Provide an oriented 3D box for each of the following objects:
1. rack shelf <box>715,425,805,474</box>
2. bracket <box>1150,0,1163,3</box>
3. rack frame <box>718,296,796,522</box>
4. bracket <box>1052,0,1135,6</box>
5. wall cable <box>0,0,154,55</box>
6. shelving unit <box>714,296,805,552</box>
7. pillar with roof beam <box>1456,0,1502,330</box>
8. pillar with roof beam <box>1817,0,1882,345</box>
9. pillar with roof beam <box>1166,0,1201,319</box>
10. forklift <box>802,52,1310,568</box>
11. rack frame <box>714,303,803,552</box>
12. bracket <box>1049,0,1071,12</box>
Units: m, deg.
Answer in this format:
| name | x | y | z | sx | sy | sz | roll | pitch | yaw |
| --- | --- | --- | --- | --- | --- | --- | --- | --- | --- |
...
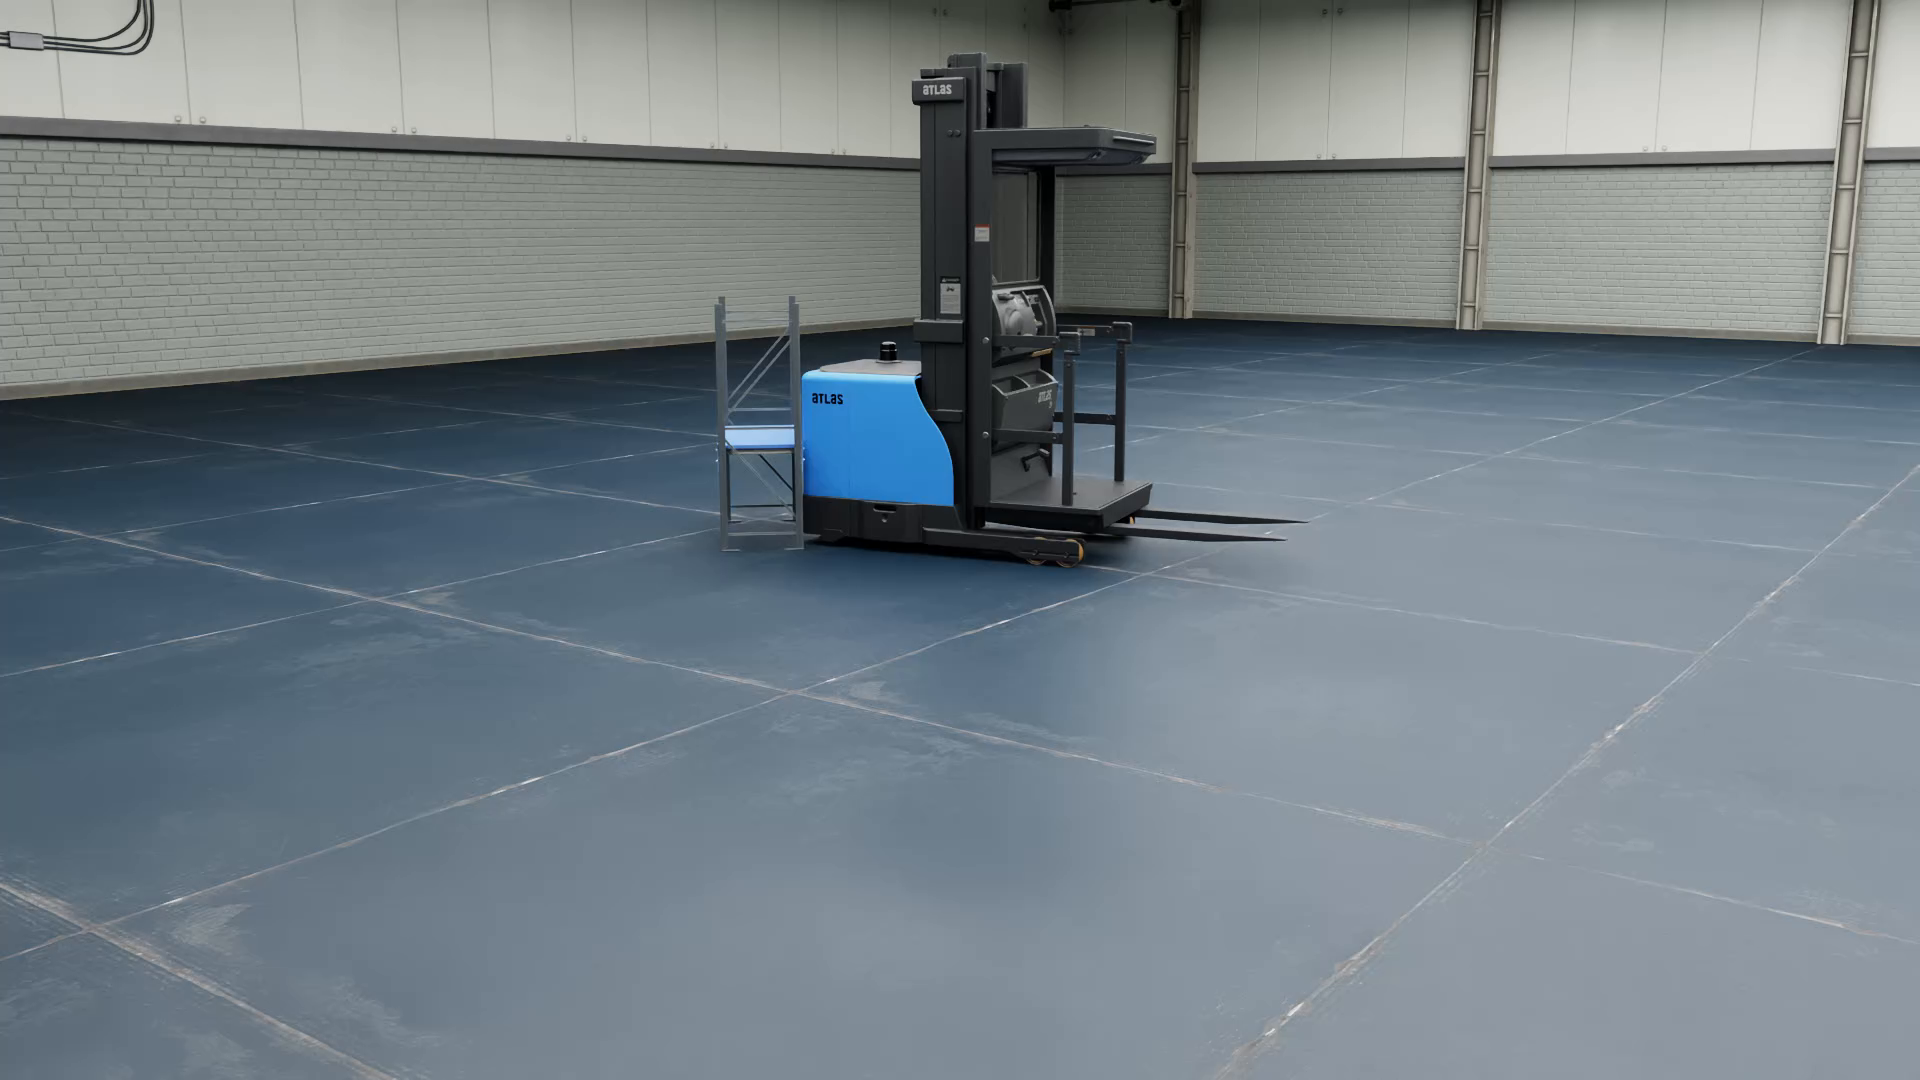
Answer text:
| name | x | y | z | sx | sy | sz | roll | pitch | yaw |
| --- | --- | --- | --- | --- | --- | --- | --- | --- | --- |
| rack shelf | -1.271 | -0.591 | 10.584 | 0.538 | 0.185 | 1.000 | -1 | 11 | -7 |
| bracket | 3.973 | -10.726 | 32.804 | 0.430 | 0.232 | 0.235 | 8 | 13 | 36 |
| rack frame | -1.332 | -0.864 | 11.045 | 0.500 | 1.500 | 0.032 | -1 | 11 | -7 |
| bracket | 2.539 | -10.926 | 33.838 | 3.189 | 0.066 | 0.076 | 8 | 13 | 36 |
| wall cable | -10.087 | -7.799 | 18.197 | 0.169 | 6.003 | 2.305 | 8 | 13 | 36 |
| shelving unit | -1.271 | -0.768 | 10.549 | 0.538 | 1.500 | 1.048 | -1 | 11 | -7 |
| pillar with roof beam | 6.806 | -7.633 | 26.292 | 0.400 | 9.000 | 9.100 | 8 | 13 | 36 |
| pillar with roof beam | 11.642 | -6.958 | 22.805 | 0.400 | 9.000 | 9.100 | 8 | 13 | 36 |
| pillar with roof beam | 1.970 | -8.307 | 29.779 | 0.548 | 9.000 | 9.100 | 8 | 13 | 36 |
| forklift | 0.574 | -1.393 | 10.011 | 3.031 | 2.935 | 1.130 | 5 | 12 | 23 |
| rack frame | -1.211 | -0.672 | 10.054 | 0.500 | 1.500 | 0.032 | -1 | 11 | -7 |
| bracket | 2.063 | -10.992 | 34.181 | 0.430 | 0.232 | 0.235 | 8 | 13 | 36 |
